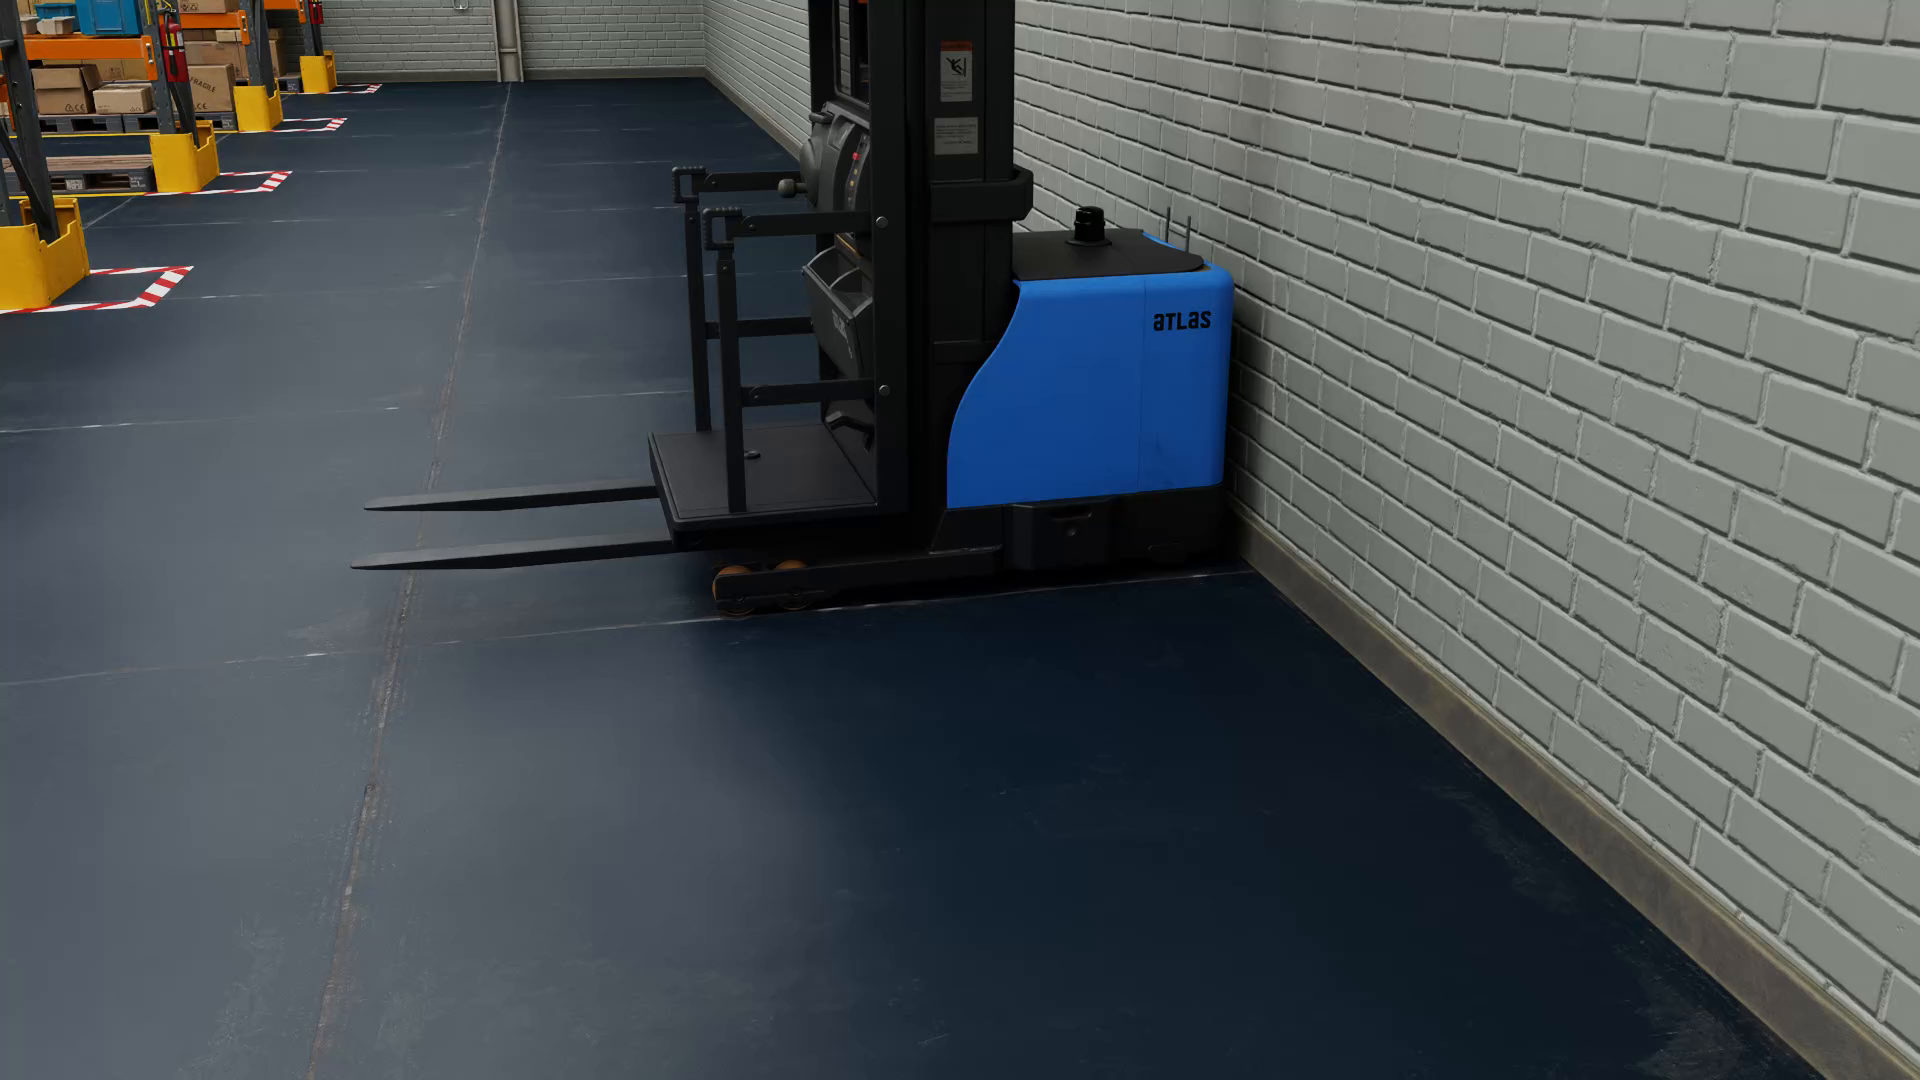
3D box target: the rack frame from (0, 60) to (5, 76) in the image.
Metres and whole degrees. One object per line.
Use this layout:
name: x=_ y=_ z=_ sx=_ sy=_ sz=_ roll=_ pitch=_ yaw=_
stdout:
rack frame: x=-13.243 y=-7.668 z=22.887 sx=0.127 sy=3.000 sz=1.000 roll=-5 pitch=21 yaw=-12

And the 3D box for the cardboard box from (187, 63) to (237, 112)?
cardboard box: x=-8.679 y=-5.234 z=19.237 sx=0.500 sy=0.500 sz=0.500 roll=-5 pitch=21 yaw=-12

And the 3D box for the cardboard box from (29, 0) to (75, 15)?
cardboard box: x=-10.061 y=-6.128 z=18.536 sx=0.500 sy=0.500 sz=0.500 roll=-5 pitch=21 yaw=-13

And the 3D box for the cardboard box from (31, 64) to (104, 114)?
cardboard box: x=-10.272 y=-5.195 z=19.126 sx=0.637 sy=0.503 sz=0.797 roll=-5 pitch=21 yaw=-12

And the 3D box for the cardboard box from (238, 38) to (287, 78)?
cardboard box: x=-10.009 y=-6.919 z=23.866 sx=0.500 sy=0.500 sz=0.700 roll=-5 pitch=21 yaw=-12

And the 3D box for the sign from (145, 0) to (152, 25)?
sign: x=-6.928 y=-4.562 z=14.171 sx=0.005 sy=0.325 sz=0.100 roll=-5 pitch=21 yaw=-12

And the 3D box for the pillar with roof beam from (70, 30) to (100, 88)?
pillar with roof beam: x=-11.770 y=-9.389 z=18.863 sx=0.400 sy=9.000 sz=9.100 roll=-5 pitch=21 yaw=-12

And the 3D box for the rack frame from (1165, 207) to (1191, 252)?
rack frame: x=0.786 y=-0.643 z=6.316 sx=0.006 sy=1.200 sz=0.240 roll=-3 pitch=20 yaw=-13

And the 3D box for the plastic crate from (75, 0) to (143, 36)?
plastic crate: x=-7.354 y=-4.624 z=14.439 sx=0.499 sy=0.435 sz=0.616 roll=-5 pitch=21 yaw=-12

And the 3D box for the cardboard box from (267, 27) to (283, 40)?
cardboard box: x=-9.933 y=-7.301 z=23.965 sx=0.250 sy=0.149 sz=0.380 roll=-5 pitch=21 yaw=-12

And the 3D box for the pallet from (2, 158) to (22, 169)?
pallet: x=-9.067 y=-3.212 z=14.775 sx=1.213 sy=0.211 sz=1.003 roll=-5 pitch=21 yaw=-12

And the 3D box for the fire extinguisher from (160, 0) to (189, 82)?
fire extinguisher: x=-6.819 y=-4.317 z=14.393 sx=0.183 sy=0.674 sz=0.296 roll=-5 pitch=21 yaw=-12

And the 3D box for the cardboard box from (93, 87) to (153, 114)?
cardboard box: x=-9.611 y=-5.052 z=19.102 sx=0.500 sy=0.250 sz=0.500 roll=-5 pitch=21 yaw=-12

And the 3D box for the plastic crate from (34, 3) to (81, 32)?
plastic crate: x=-8.027 y=-4.657 z=14.822 sx=0.300 sy=0.233 sz=0.416 roll=-5 pitch=21 yaw=-12

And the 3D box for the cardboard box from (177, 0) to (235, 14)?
cardboard box: x=-8.580 y=-6.247 z=18.863 sx=0.500 sy=0.500 sz=0.500 roll=-4 pitch=20 yaw=-11

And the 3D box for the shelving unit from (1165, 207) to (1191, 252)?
shelving unit: x=0.875 y=-0.647 z=6.337 sx=0.189 sy=1.200 sz=0.258 roll=-3 pitch=20 yaw=-13

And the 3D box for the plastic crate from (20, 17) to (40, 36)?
plastic crate: x=-8.108 y=-4.430 z=14.342 sx=0.243 sy=0.136 sz=0.396 roll=-5 pitch=21 yaw=-12

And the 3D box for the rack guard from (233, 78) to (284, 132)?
rack guard: x=-8.281 y=-5.147 z=19.639 sx=0.348 sy=0.500 sz=1.175 roll=-5 pitch=21 yaw=-12

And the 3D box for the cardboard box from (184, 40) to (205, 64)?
cardboard box: x=-10.985 y=-6.840 z=23.649 sx=0.500 sy=0.500 sz=0.700 roll=-5 pitch=21 yaw=-14

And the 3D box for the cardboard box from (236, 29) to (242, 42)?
cardboard box: x=-10.092 y=-7.153 z=23.560 sx=0.250 sy=0.149 sz=0.380 roll=-5 pitch=21 yaw=-13

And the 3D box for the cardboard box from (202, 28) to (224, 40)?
cardboard box: x=-10.669 y=-7.241 z=23.801 sx=0.250 sy=0.149 sz=0.380 roll=-4 pitch=21 yaw=-12

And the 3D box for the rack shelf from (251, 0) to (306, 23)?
rack shelf: x=-11.297 y=-7.489 z=23.443 sx=4.000 sy=0.370 sz=1.077 roll=-5 pitch=21 yaw=-12

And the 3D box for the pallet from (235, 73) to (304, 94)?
pallet: x=-10.111 y=-6.586 z=23.987 sx=1.213 sy=0.211 sz=1.003 roll=-5 pitch=21 yaw=-12

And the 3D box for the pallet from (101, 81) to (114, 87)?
pallet: x=-12.485 y=-6.393 z=23.459 sx=1.213 sy=0.211 sz=1.003 roll=-5 pitch=21 yaw=-12

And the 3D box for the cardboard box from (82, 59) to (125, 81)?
cardboard box: x=-12.002 y=-6.755 z=23.418 sx=0.500 sy=0.500 sz=0.700 roll=-5 pitch=21 yaw=-13

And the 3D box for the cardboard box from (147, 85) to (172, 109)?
cardboard box: x=-9.288 y=-5.255 z=19.656 sx=0.500 sy=0.250 sz=0.500 roll=-5 pitch=21 yaw=-12

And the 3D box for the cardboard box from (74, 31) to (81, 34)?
cardboard box: x=-12.116 y=-6.987 z=23.108 sx=0.250 sy=0.149 sz=0.380 roll=-4 pitch=20 yaw=-11

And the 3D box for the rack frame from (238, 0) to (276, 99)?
rack frame: x=-8.207 y=-6.327 z=19.225 sx=0.127 sy=3.000 sz=1.000 roll=-5 pitch=21 yaw=-12

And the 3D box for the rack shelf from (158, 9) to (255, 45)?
rack shelf: x=-10.153 y=-5.831 z=18.917 sx=4.000 sy=0.370 sz=1.077 roll=-5 pitch=21 yaw=-12

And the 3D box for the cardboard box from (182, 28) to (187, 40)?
cardboard box: x=-11.166 y=-7.200 z=23.689 sx=0.250 sy=0.149 sz=0.380 roll=-4 pitch=21 yaw=-12

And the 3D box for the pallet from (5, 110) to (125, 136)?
pallet: x=-10.241 y=-4.853 z=19.255 sx=1.213 sy=0.211 sz=1.003 roll=-5 pitch=21 yaw=-12

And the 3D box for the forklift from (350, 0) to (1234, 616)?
forklift: x=-0.610 y=-1.321 z=5.660 sx=3.031 sy=2.935 sz=1.130 roll=-5 pitch=21 yaw=-14

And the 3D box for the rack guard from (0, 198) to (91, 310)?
rack guard: x=-5.908 y=-1.839 z=10.608 sx=0.348 sy=0.500 sz=1.175 roll=-5 pitch=21 yaw=-12
